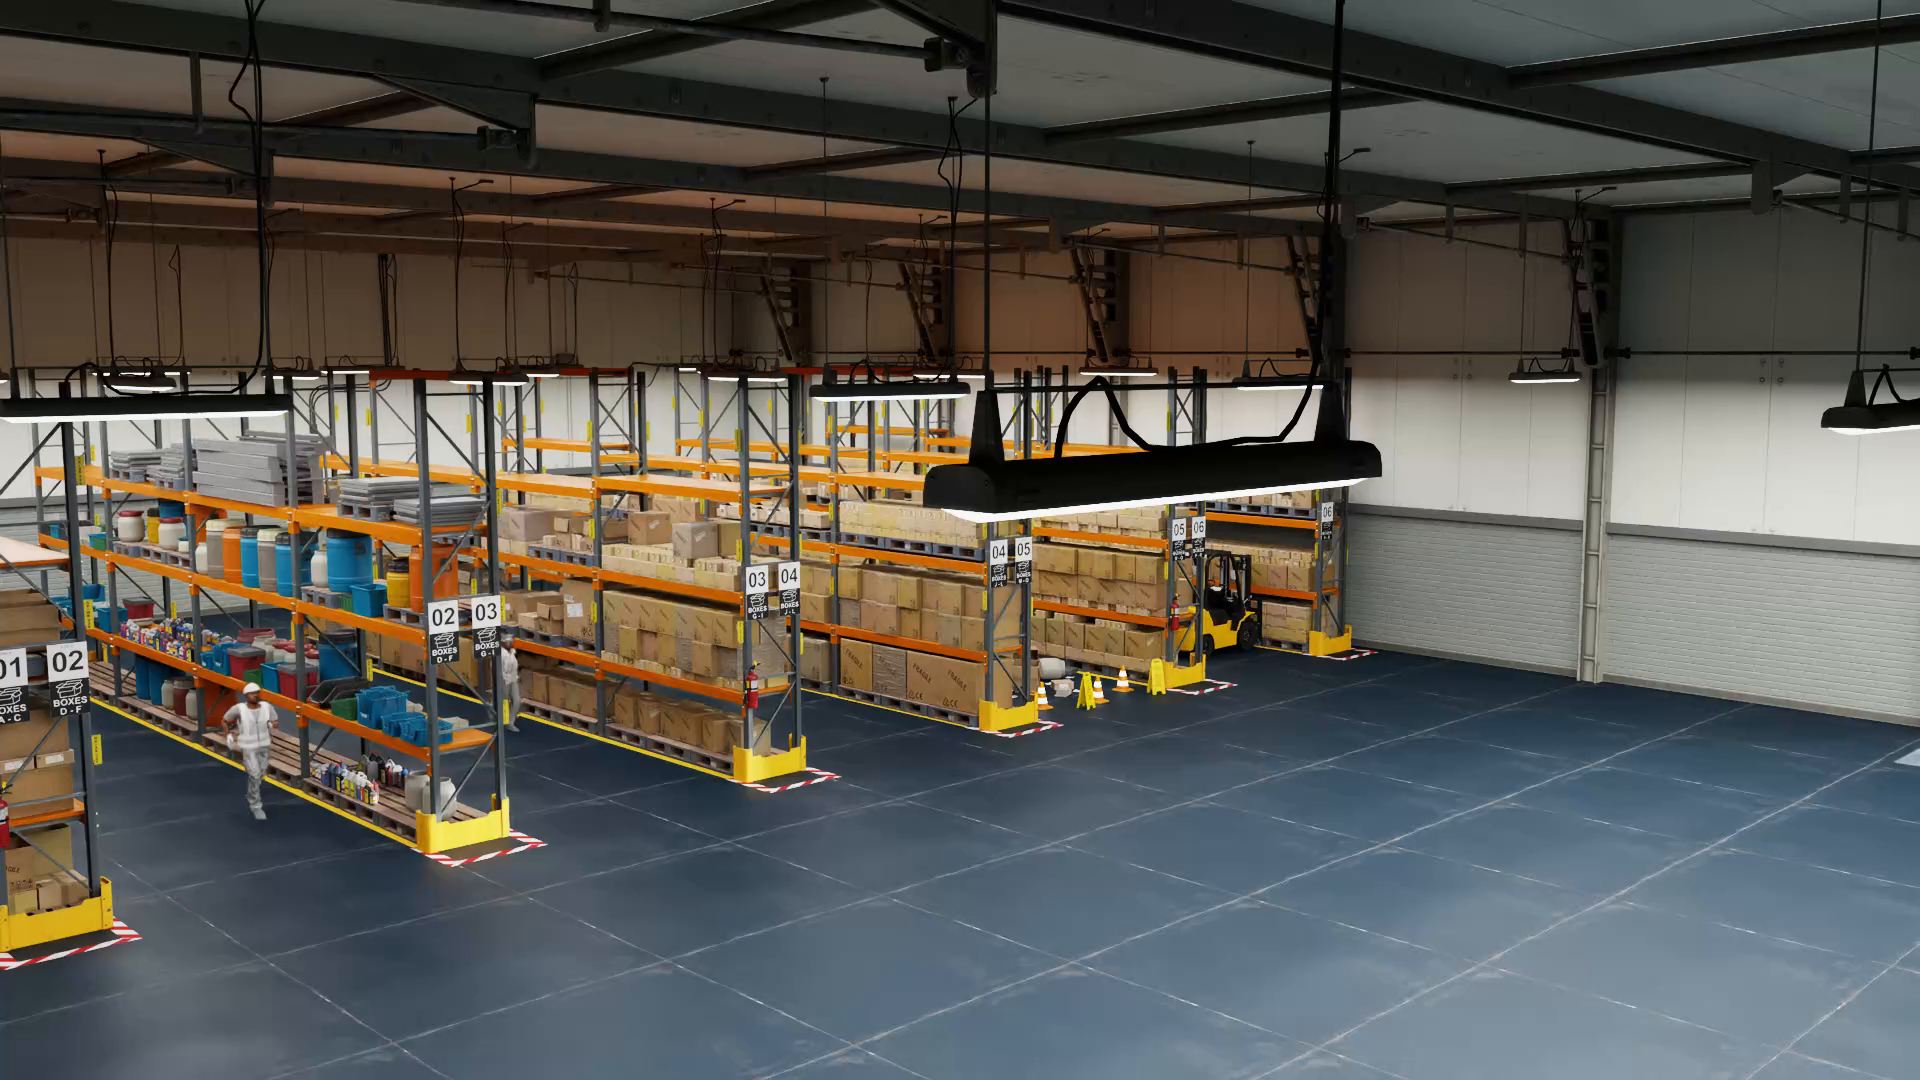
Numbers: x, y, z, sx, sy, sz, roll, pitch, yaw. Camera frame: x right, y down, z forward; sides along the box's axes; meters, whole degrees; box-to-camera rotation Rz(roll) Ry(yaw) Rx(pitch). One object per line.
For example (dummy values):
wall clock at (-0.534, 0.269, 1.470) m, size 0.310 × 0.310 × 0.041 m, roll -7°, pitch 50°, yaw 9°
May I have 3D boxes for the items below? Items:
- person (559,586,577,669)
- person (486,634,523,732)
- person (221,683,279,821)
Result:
person at (-7.678, 1.774, 32.605) m, size 0.684 × 1.763 × 0.765 m, roll -6°, pitch 9°, yaw -43°
person at (-7.651, 2.373, 27.934) m, size 0.681 × 1.658 × 0.561 m, roll 5°, pitch 8°, yaw 36°
person at (-9.686, 2.866, 22.809) m, size 0.810 × 1.840 × 0.666 m, roll 6°, pitch 9°, yaw 41°
